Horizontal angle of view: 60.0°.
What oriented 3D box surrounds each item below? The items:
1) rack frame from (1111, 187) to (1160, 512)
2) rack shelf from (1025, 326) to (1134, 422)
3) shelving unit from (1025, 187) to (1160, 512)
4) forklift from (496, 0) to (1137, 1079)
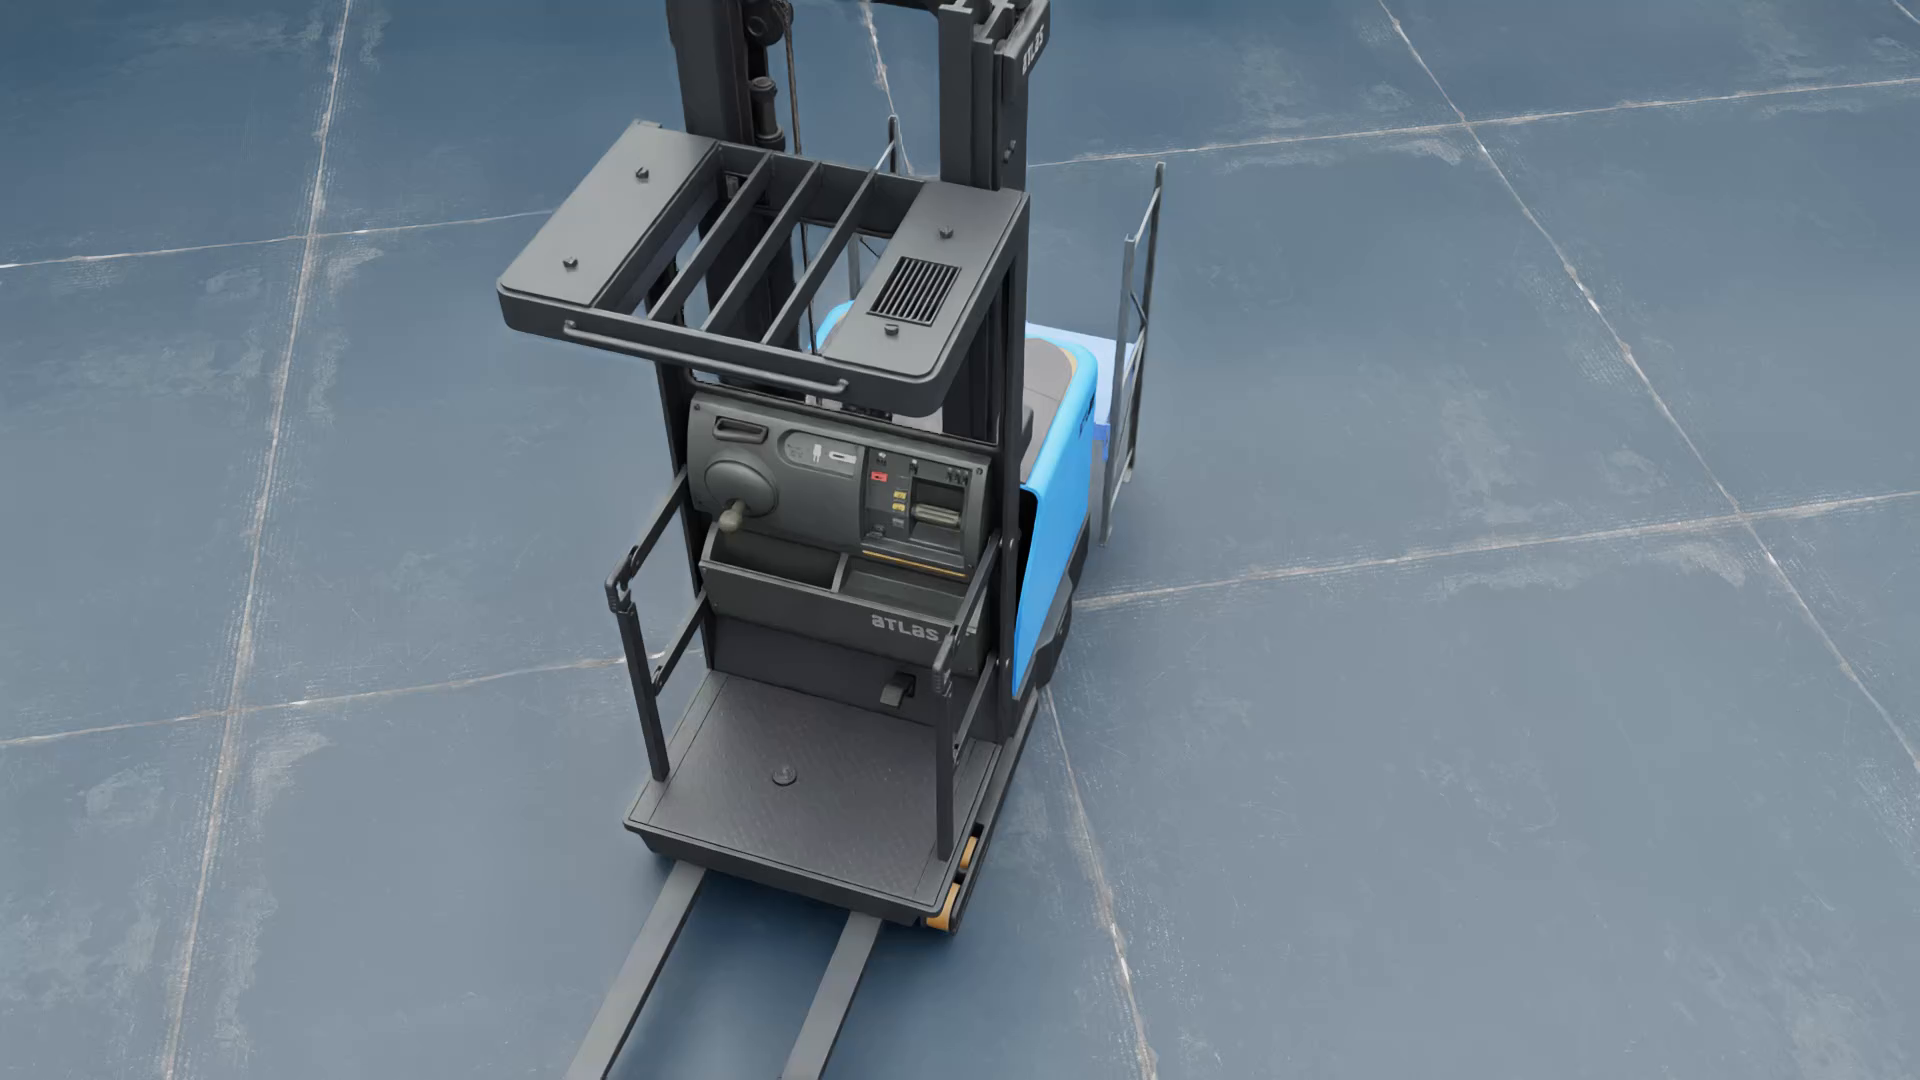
[{"bbox_3d":[0.650,-0.667,6.352,0.013,1.308,0.475,13,47,12],"label":"rack frame"},{"bbox_3d":[0.166,-0.687,6.552,0.952,0.062,0.459,13,47,12],"label":"rack shelf"},{"bbox_3d":[0.185,-0.775,6.455,0.991,1.308,0.475,13,47,12],"label":"shelving unit"},{"bbox_3d":[-6.637,2.791,1.562,10.237,3.598,16.119,13,48,12],"label":"forklift"}]
